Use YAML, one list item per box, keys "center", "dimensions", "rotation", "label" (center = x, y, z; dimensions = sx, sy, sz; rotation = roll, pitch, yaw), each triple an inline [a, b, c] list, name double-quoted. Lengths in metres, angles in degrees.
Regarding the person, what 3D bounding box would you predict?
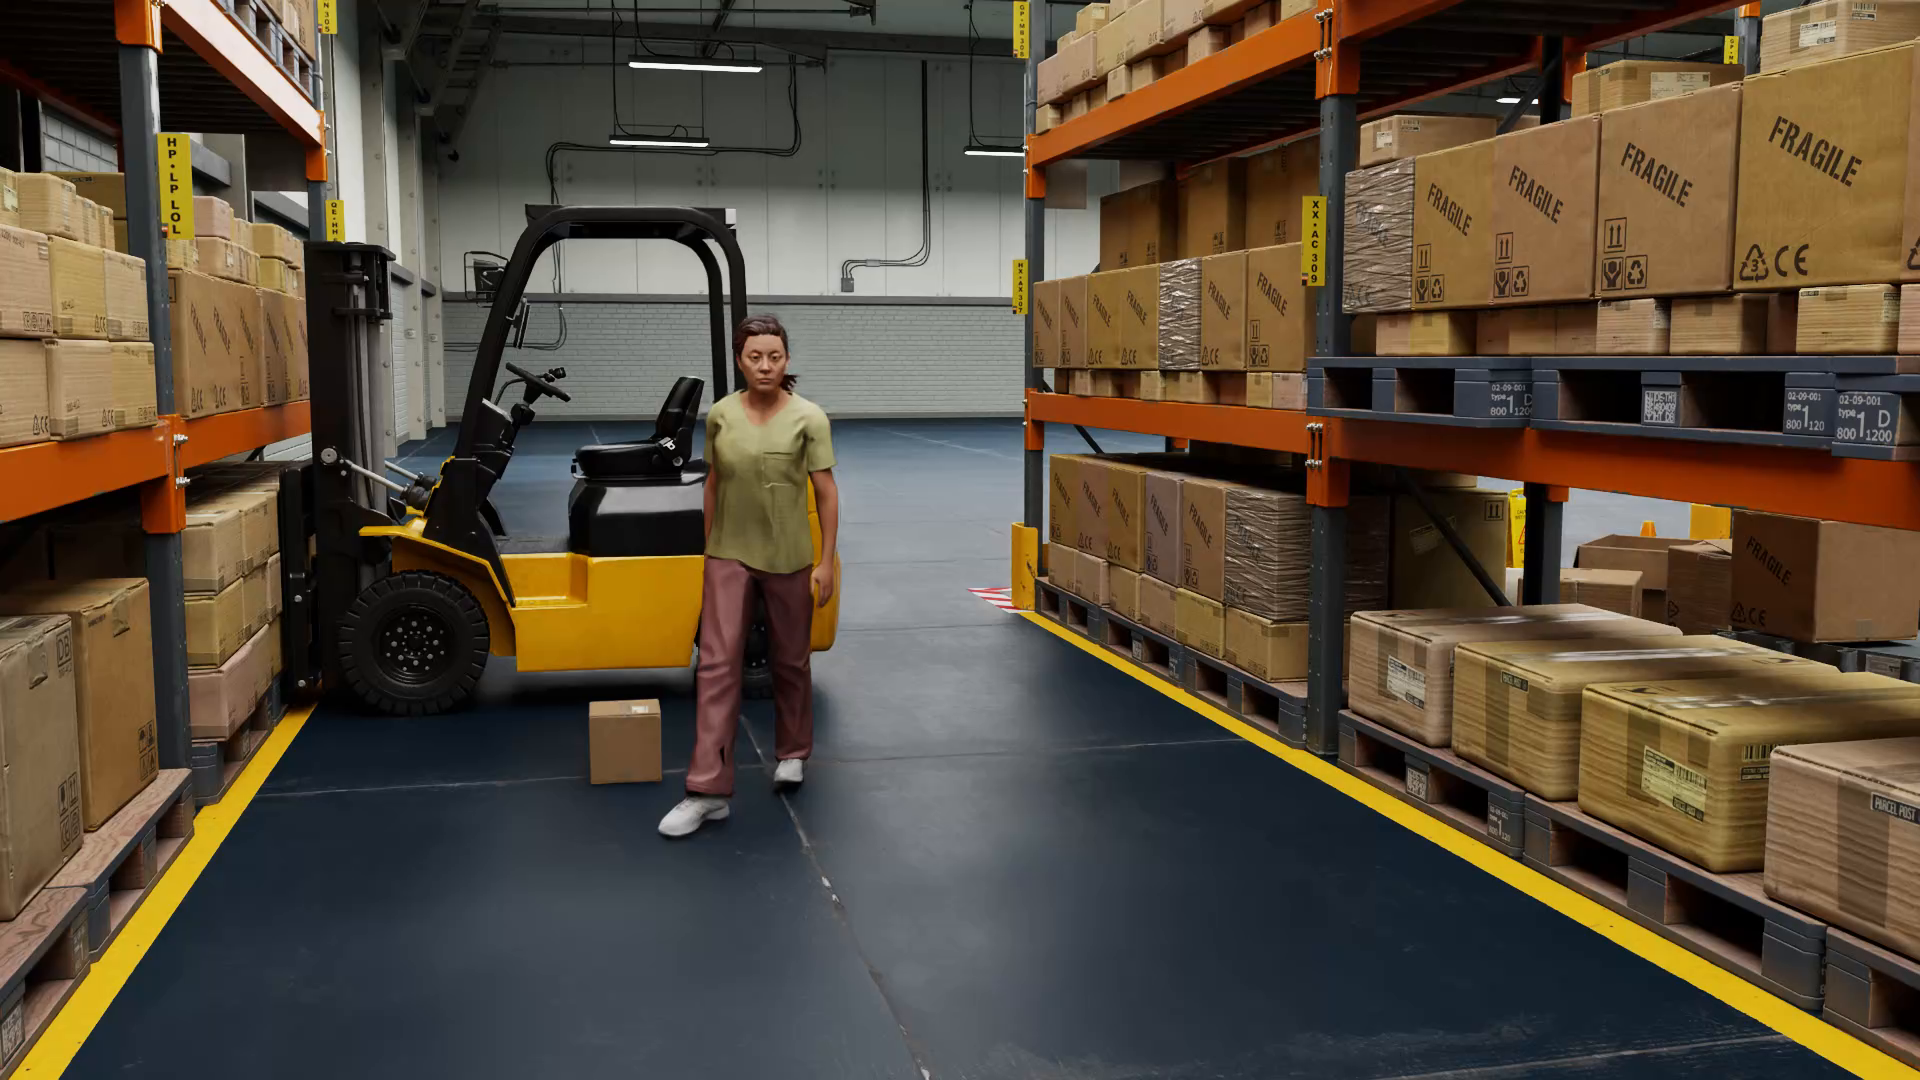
- center: [-0.665, 0.072, 5.512]
  dimensions: [0.522, 1.630, 0.891]
  rotation: [0, 6, 3]
  label: "person"
